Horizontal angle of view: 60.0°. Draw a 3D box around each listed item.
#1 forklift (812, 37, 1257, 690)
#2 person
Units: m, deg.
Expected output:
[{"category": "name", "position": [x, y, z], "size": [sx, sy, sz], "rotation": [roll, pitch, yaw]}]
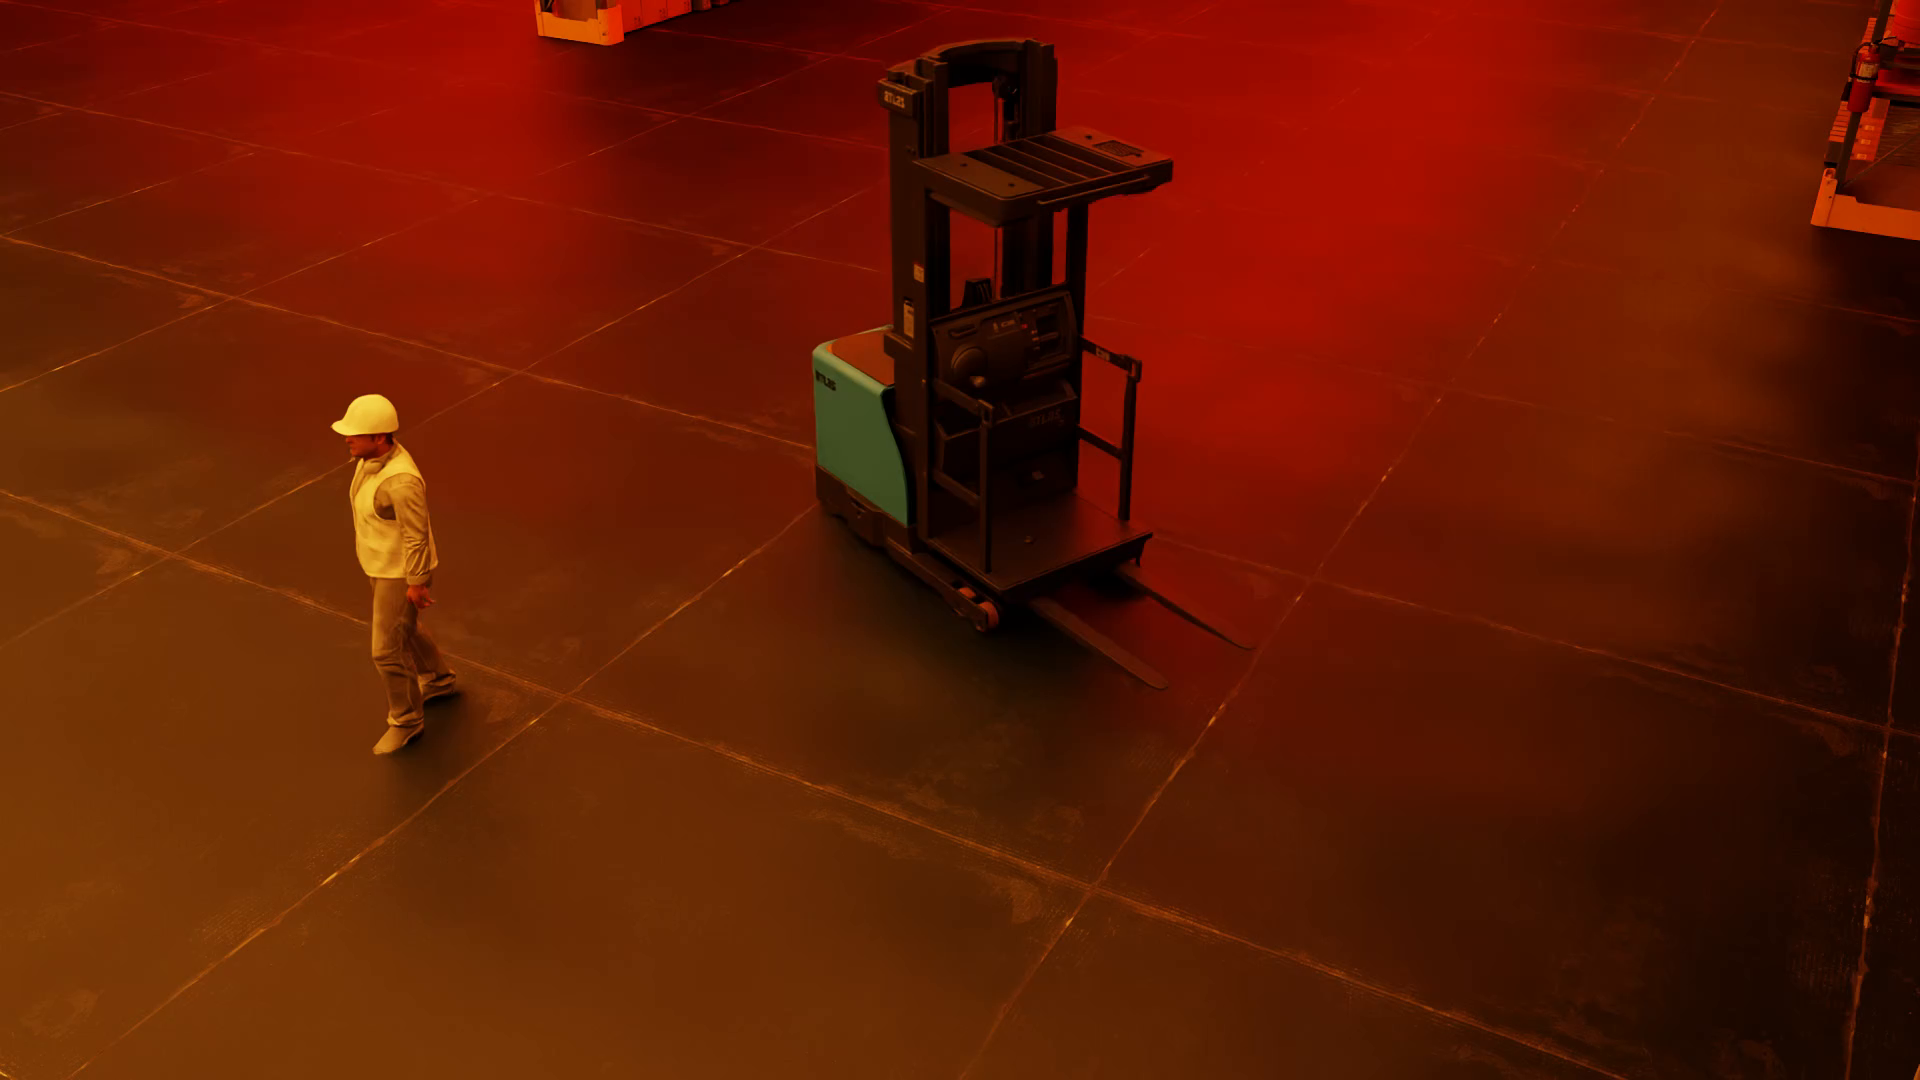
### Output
[{"category": "forklift", "position": [0.378, -1.041, 8.875], "size": [1.130, 2.935, 3.031], "rotation": [-20, 36, -31]}, {"category": "person", "position": [-2.792, 0.137, 8.046], "size": [0.527, 1.806, 0.615], "rotation": [-16, 34, -26]}]
